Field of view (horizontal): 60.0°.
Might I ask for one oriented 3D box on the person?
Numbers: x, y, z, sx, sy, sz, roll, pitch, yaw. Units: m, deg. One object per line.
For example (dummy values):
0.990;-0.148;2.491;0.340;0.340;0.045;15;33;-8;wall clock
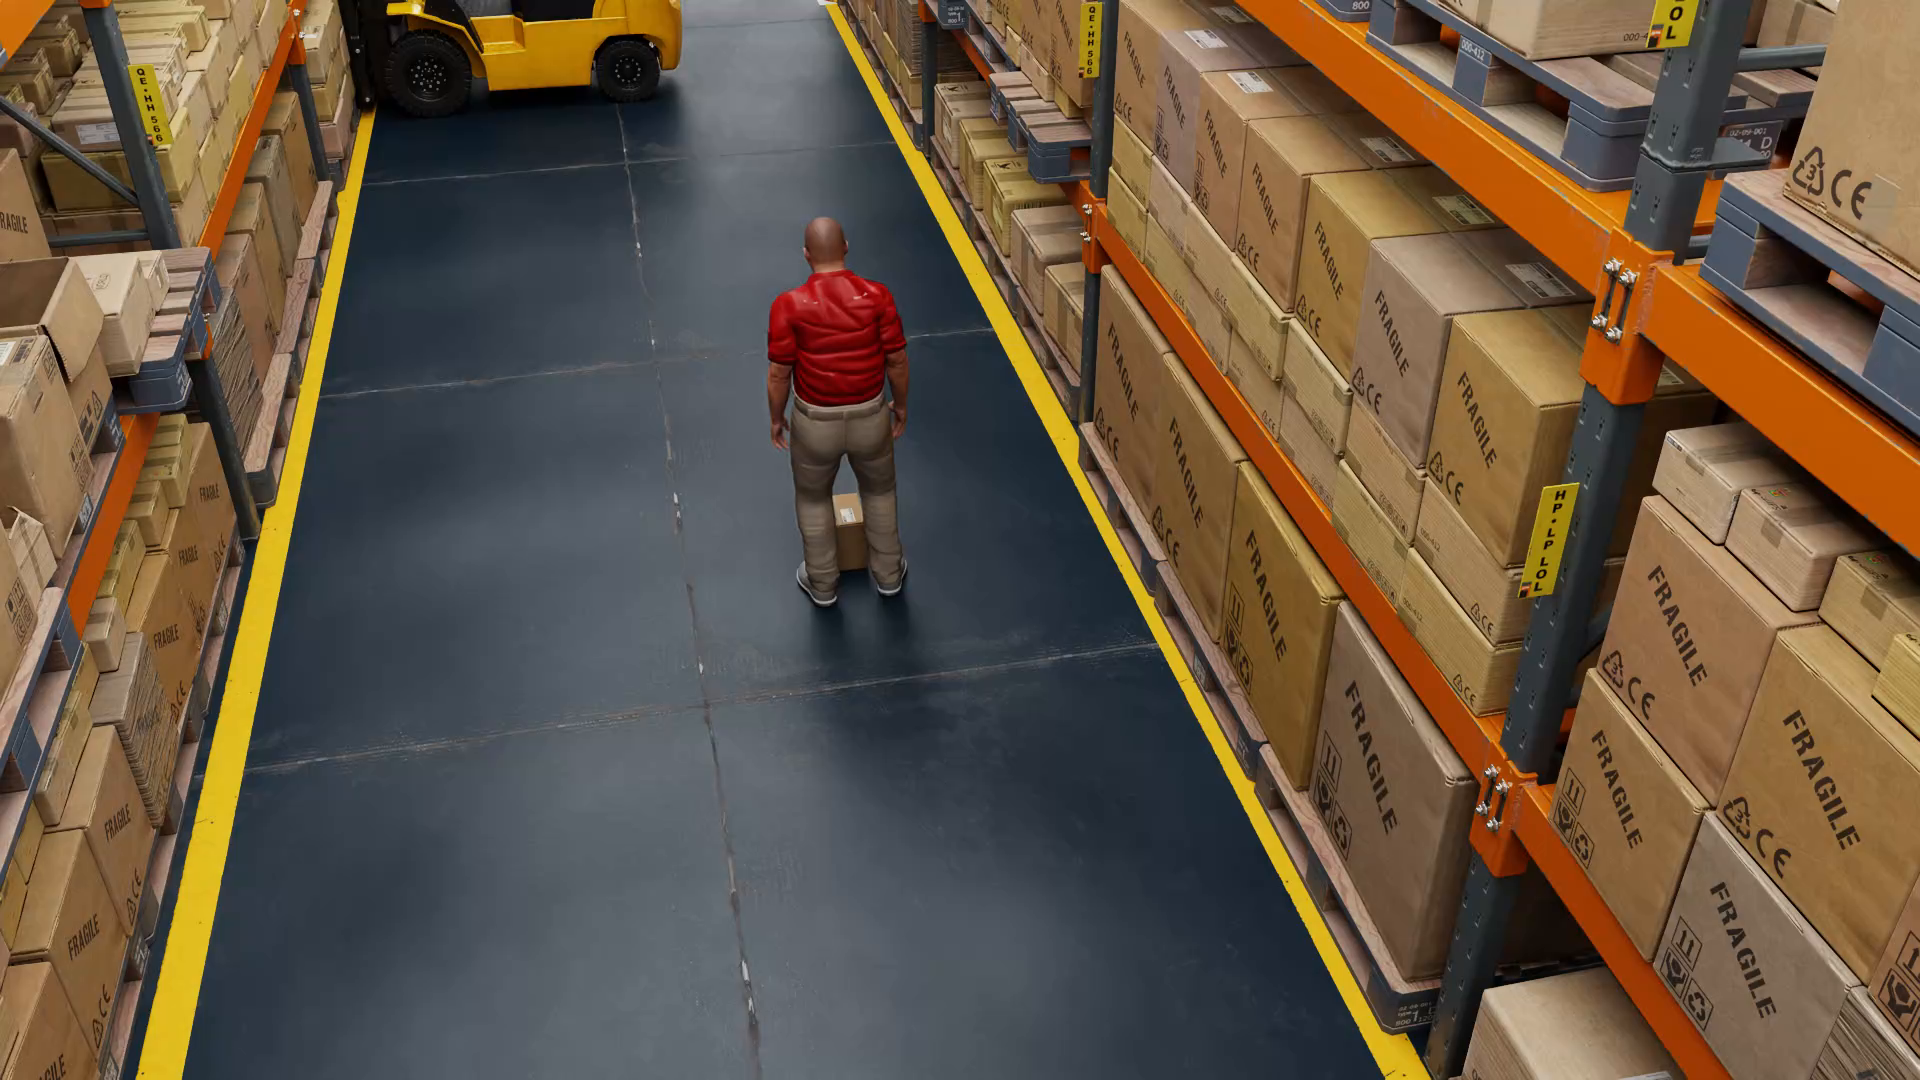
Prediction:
-0.499;-0.507;6.902;0.586;1.727;0.393;-7;35;-10;person
